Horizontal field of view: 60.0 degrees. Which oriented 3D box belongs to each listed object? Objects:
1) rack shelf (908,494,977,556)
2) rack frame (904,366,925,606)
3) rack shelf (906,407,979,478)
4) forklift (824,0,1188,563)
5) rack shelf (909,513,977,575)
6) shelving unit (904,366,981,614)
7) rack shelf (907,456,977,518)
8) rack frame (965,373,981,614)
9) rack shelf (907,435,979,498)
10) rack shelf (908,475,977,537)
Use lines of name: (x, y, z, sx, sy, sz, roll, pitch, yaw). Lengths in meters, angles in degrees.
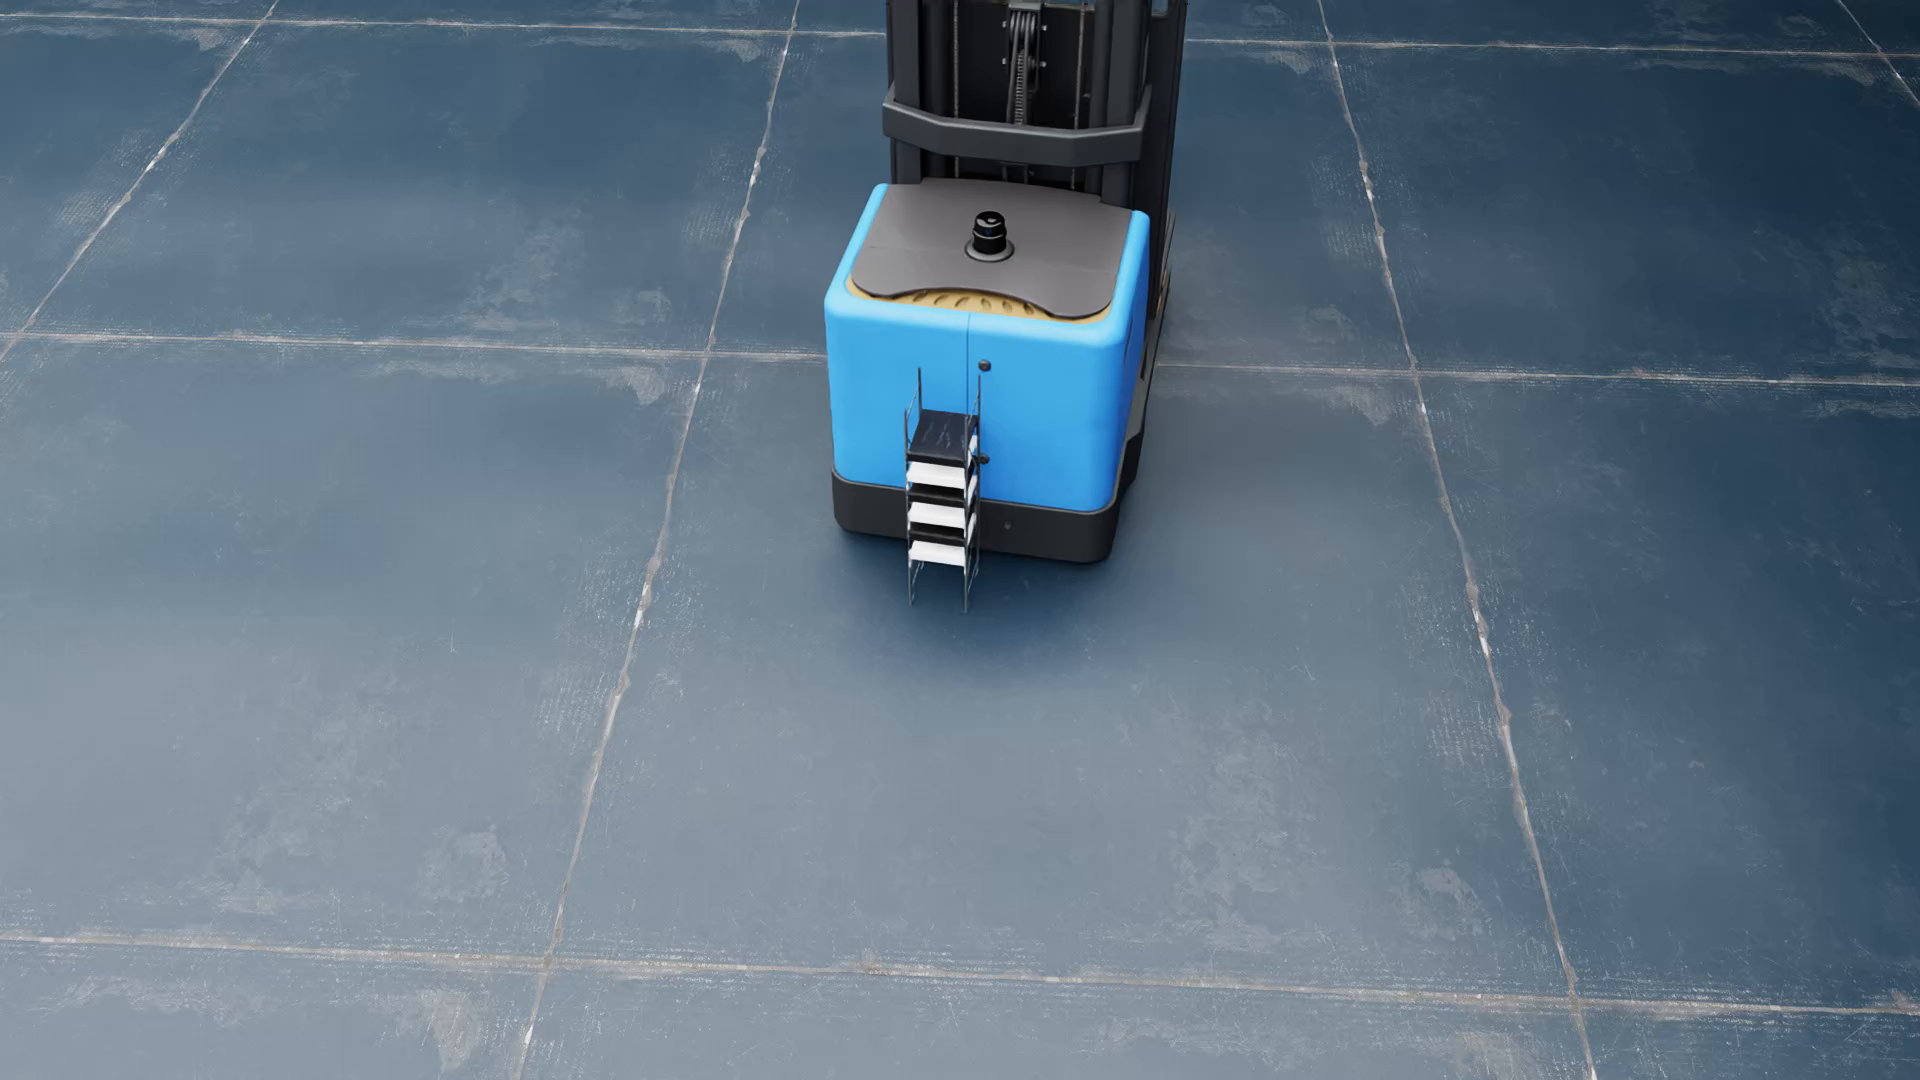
rack shelf: (-0.056, -0.068, 5.843, 0.200, 0.077, 0.258, 8, 44, 8)
rack frame: (-0.156, -0.171, 5.773, 0.006, 0.900, 0.240, 8, 44, 8)
rack shelf: (-0.056, -0.330, 5.596, 0.200, 0.077, 0.258, 8, 44, 8)
forklift: (0.320, -2.006, 6.253, 1.130, 2.935, 3.031, 8, 44, 8)
rack shelf: (-0.056, -0.002, 5.904, 0.200, 0.077, 0.258, 8, 44, 8)
shelving unit: (-0.056, -0.158, 5.758, 0.210, 0.900, 0.258, 8, 44, 8)
rack shelf: (-0.056, -0.199, 5.719, 0.200, 0.077, 0.258, 8, 44, 8)
rack frame: (0.043, -0.144, 5.744, 0.006, 0.900, 0.240, 8, 44, 8)
rack shelf: (-0.056, -0.265, 5.658, 0.200, 0.077, 0.258, 8, 44, 8)
rack shelf: (-0.056, -0.133, 5.781, 0.200, 0.077, 0.258, 8, 44, 8)
